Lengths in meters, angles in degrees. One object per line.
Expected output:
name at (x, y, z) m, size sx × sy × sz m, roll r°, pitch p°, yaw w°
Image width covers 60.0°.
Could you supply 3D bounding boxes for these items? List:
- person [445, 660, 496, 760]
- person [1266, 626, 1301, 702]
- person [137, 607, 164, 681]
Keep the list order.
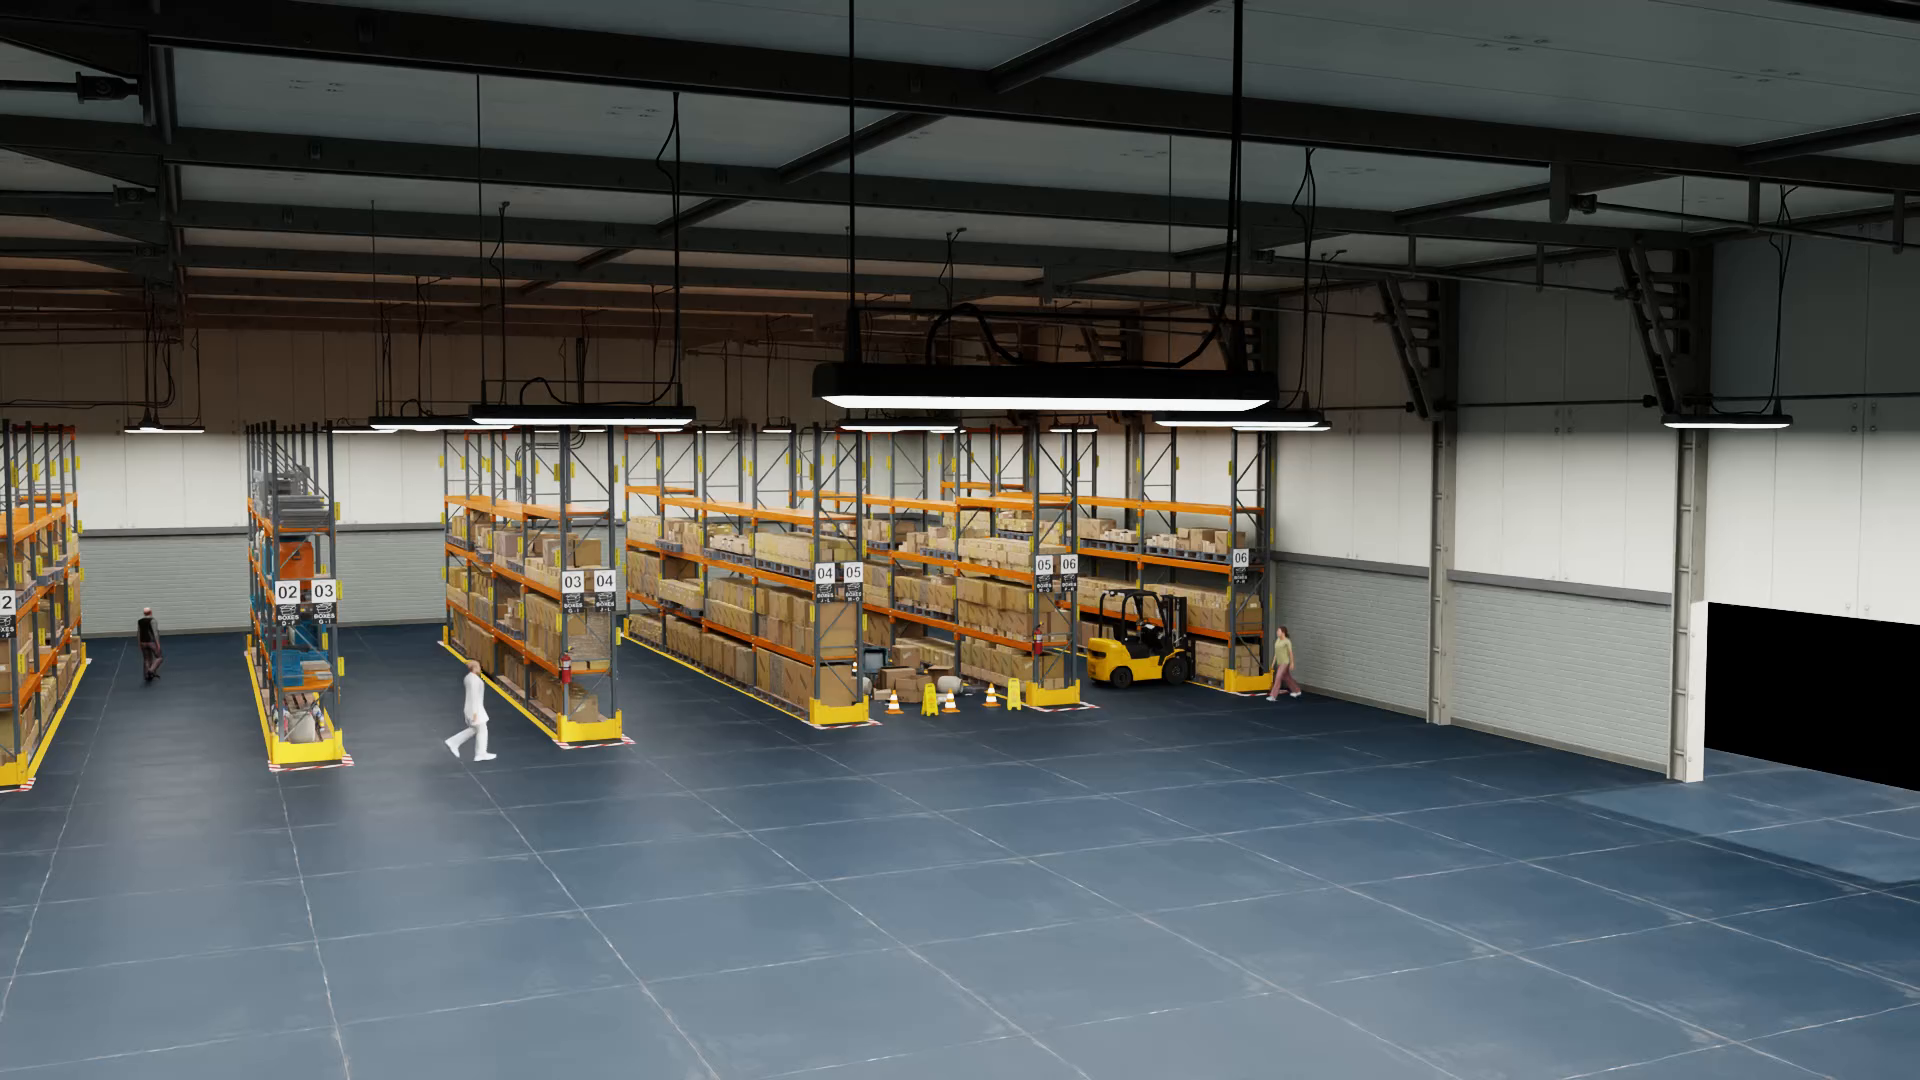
person at (-8.614, 2.998, 29.257) m, size 0.832 × 1.757 × 0.573 m, roll -2°, pitch 4°, yaw -27°
person at (6.991, 2.659, 35.948) m, size 1.053 × 1.619 × 0.493 m, roll -2°, pitch 4°, yaw -29°
person at (-18.954, 2.435, 38.828) m, size 0.565 × 1.715 × 0.490 m, roll 0°, pitch 4°, yaw 6°
